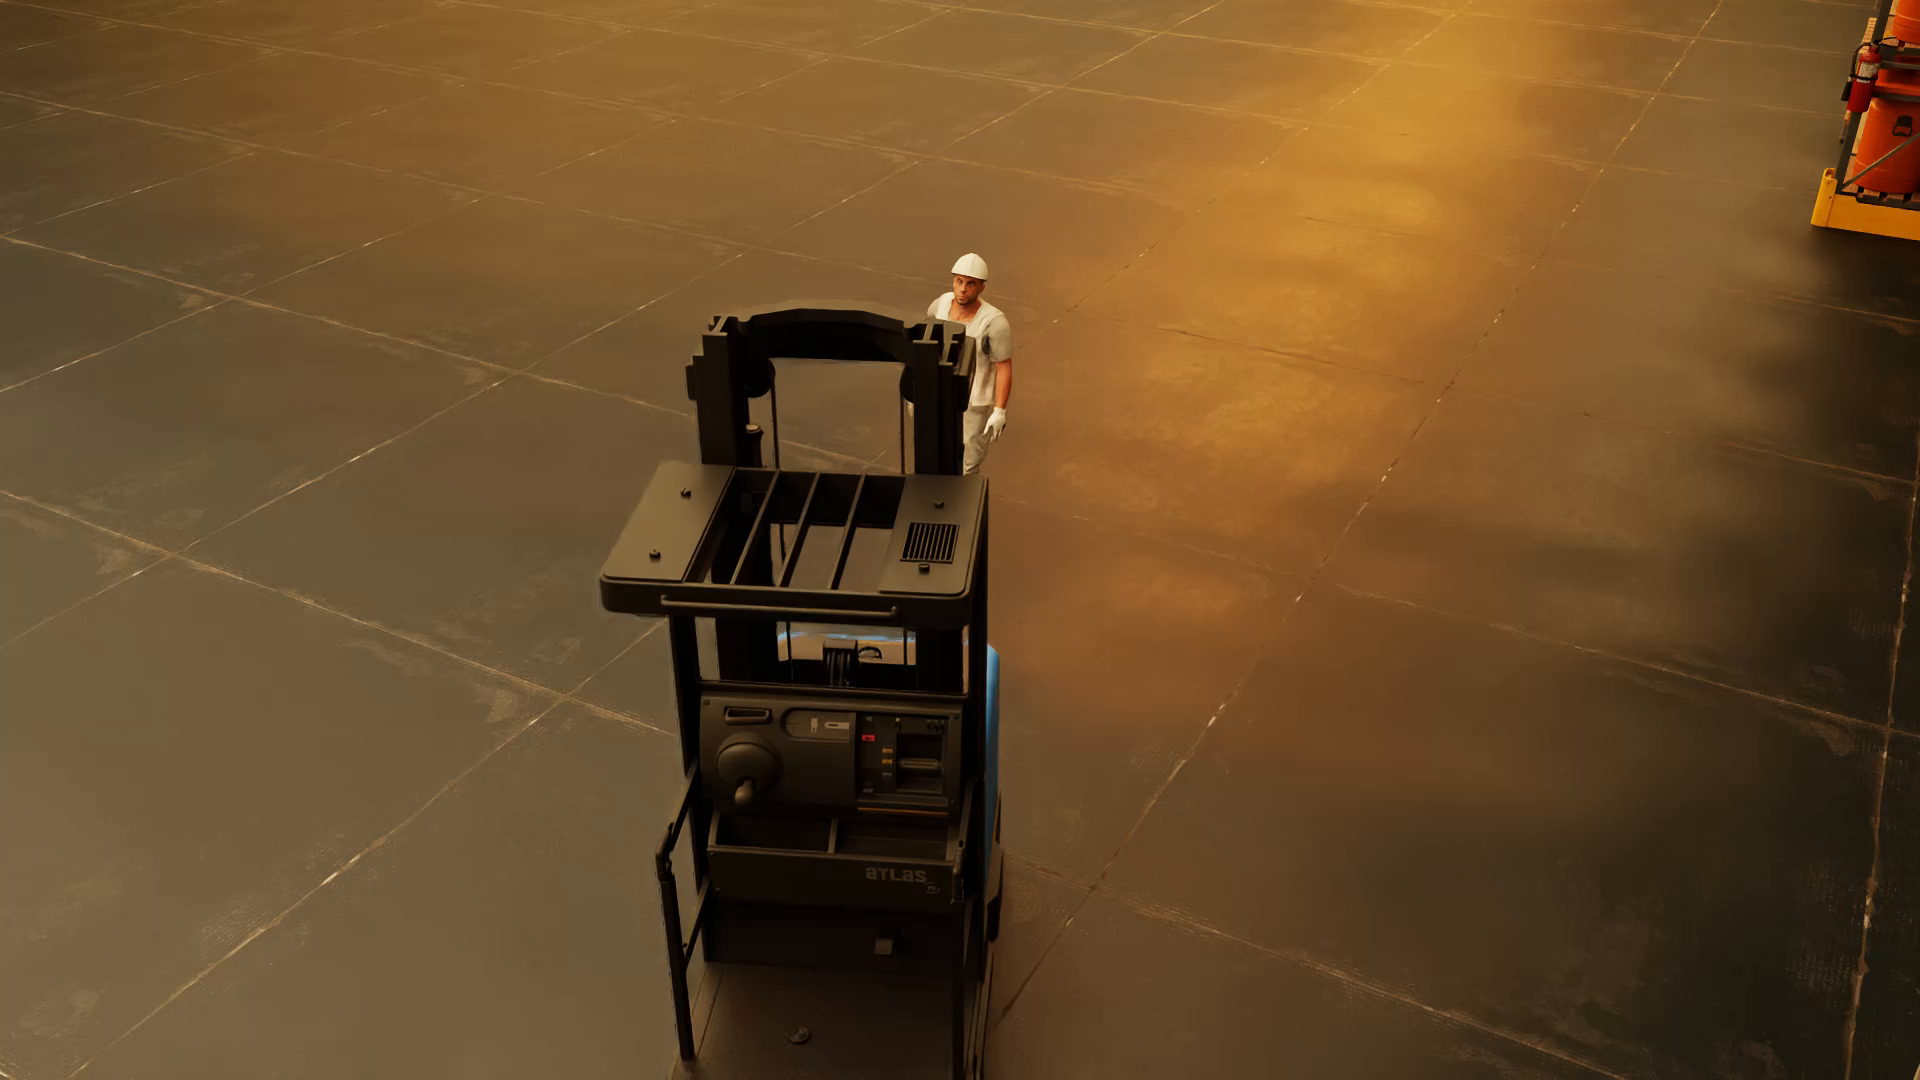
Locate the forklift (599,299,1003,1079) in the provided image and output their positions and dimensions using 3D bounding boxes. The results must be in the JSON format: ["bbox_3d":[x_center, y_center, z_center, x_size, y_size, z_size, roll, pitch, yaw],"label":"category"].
[{"bbox_3d":[-0.474,0.802,5.680,1.130,2.935,3.031,3,30,5],"label":"forklift"}]

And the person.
[{"bbox_3d":[-0.048,-0.748,9.495,0.638,1.789,0.562,15,33,25],"label":"person"}]
